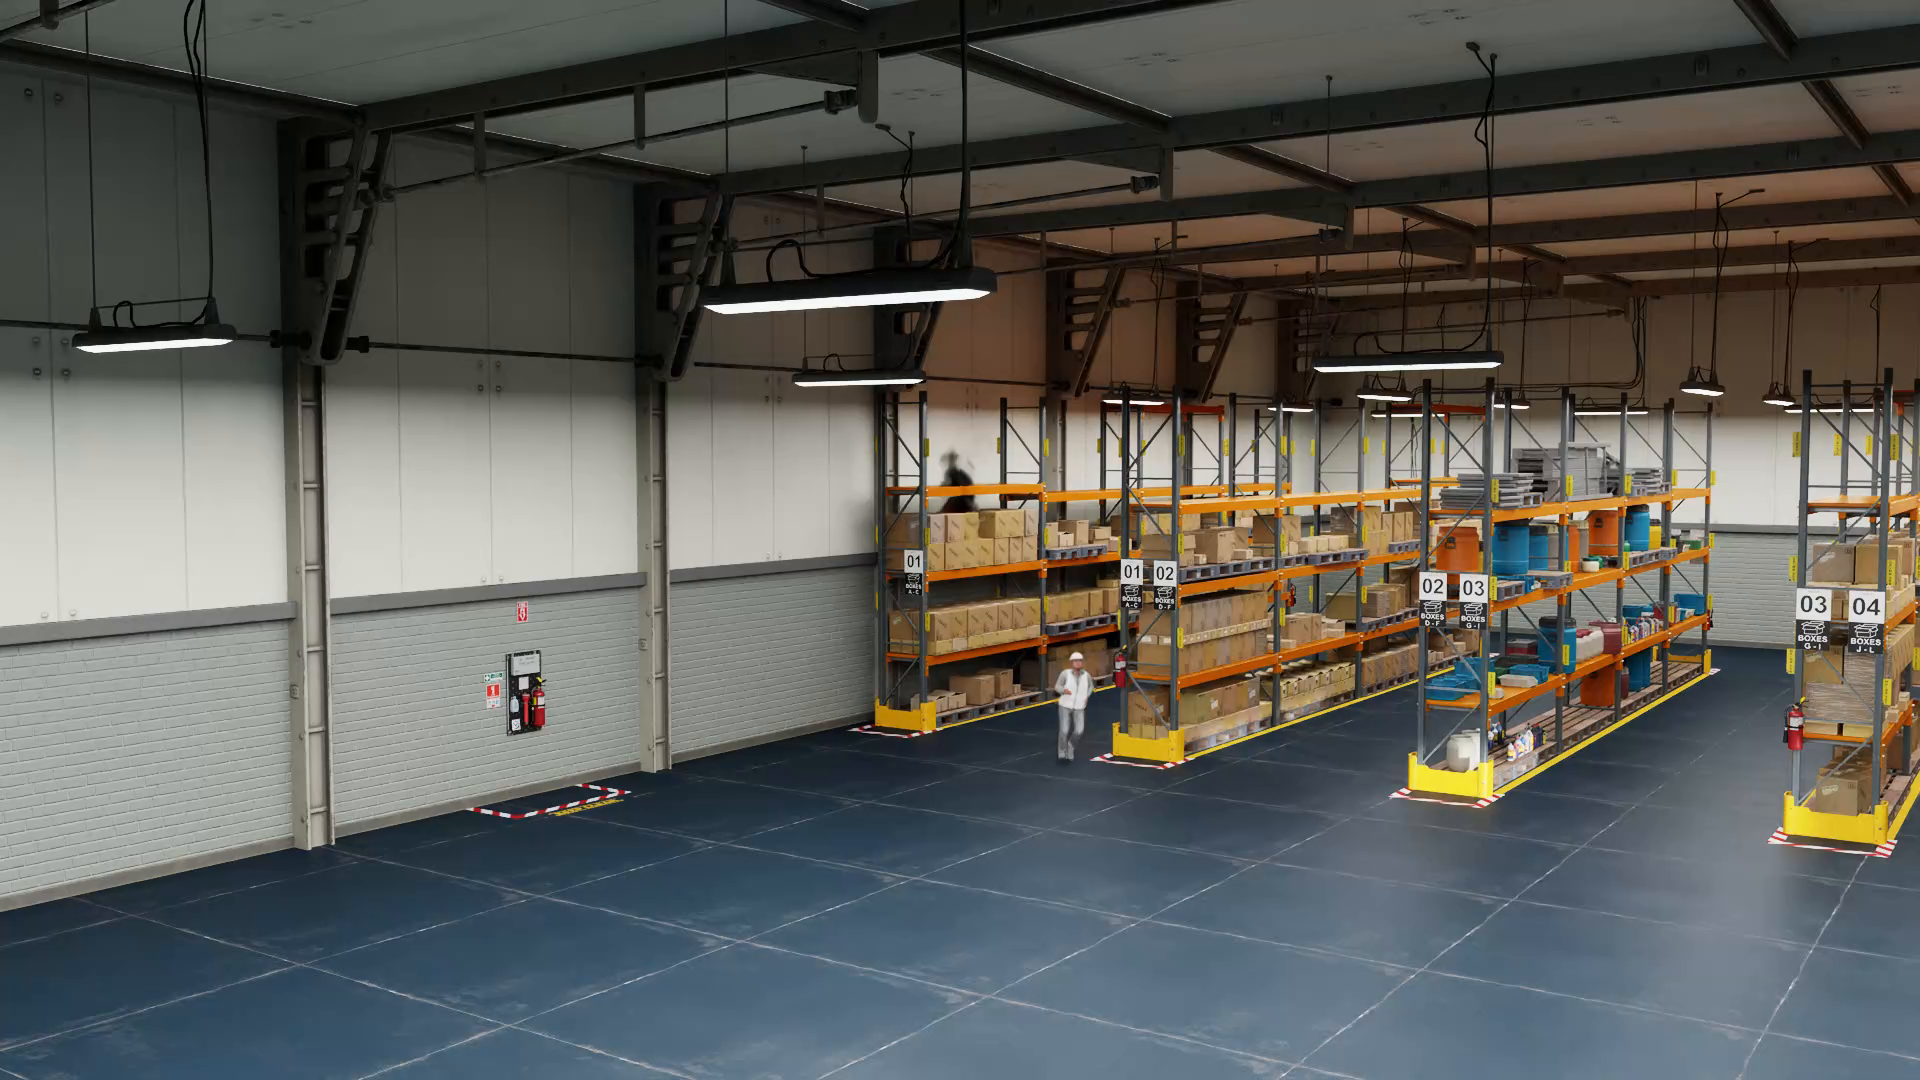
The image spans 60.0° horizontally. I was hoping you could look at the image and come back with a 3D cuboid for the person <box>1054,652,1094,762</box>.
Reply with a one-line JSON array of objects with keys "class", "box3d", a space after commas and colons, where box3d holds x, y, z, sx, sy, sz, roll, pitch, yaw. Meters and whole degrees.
[{"class": "person", "box3d": [1.834, 2.668, 26.479, 0.665, 1.760, 0.670, 0, 3, -5]}]
